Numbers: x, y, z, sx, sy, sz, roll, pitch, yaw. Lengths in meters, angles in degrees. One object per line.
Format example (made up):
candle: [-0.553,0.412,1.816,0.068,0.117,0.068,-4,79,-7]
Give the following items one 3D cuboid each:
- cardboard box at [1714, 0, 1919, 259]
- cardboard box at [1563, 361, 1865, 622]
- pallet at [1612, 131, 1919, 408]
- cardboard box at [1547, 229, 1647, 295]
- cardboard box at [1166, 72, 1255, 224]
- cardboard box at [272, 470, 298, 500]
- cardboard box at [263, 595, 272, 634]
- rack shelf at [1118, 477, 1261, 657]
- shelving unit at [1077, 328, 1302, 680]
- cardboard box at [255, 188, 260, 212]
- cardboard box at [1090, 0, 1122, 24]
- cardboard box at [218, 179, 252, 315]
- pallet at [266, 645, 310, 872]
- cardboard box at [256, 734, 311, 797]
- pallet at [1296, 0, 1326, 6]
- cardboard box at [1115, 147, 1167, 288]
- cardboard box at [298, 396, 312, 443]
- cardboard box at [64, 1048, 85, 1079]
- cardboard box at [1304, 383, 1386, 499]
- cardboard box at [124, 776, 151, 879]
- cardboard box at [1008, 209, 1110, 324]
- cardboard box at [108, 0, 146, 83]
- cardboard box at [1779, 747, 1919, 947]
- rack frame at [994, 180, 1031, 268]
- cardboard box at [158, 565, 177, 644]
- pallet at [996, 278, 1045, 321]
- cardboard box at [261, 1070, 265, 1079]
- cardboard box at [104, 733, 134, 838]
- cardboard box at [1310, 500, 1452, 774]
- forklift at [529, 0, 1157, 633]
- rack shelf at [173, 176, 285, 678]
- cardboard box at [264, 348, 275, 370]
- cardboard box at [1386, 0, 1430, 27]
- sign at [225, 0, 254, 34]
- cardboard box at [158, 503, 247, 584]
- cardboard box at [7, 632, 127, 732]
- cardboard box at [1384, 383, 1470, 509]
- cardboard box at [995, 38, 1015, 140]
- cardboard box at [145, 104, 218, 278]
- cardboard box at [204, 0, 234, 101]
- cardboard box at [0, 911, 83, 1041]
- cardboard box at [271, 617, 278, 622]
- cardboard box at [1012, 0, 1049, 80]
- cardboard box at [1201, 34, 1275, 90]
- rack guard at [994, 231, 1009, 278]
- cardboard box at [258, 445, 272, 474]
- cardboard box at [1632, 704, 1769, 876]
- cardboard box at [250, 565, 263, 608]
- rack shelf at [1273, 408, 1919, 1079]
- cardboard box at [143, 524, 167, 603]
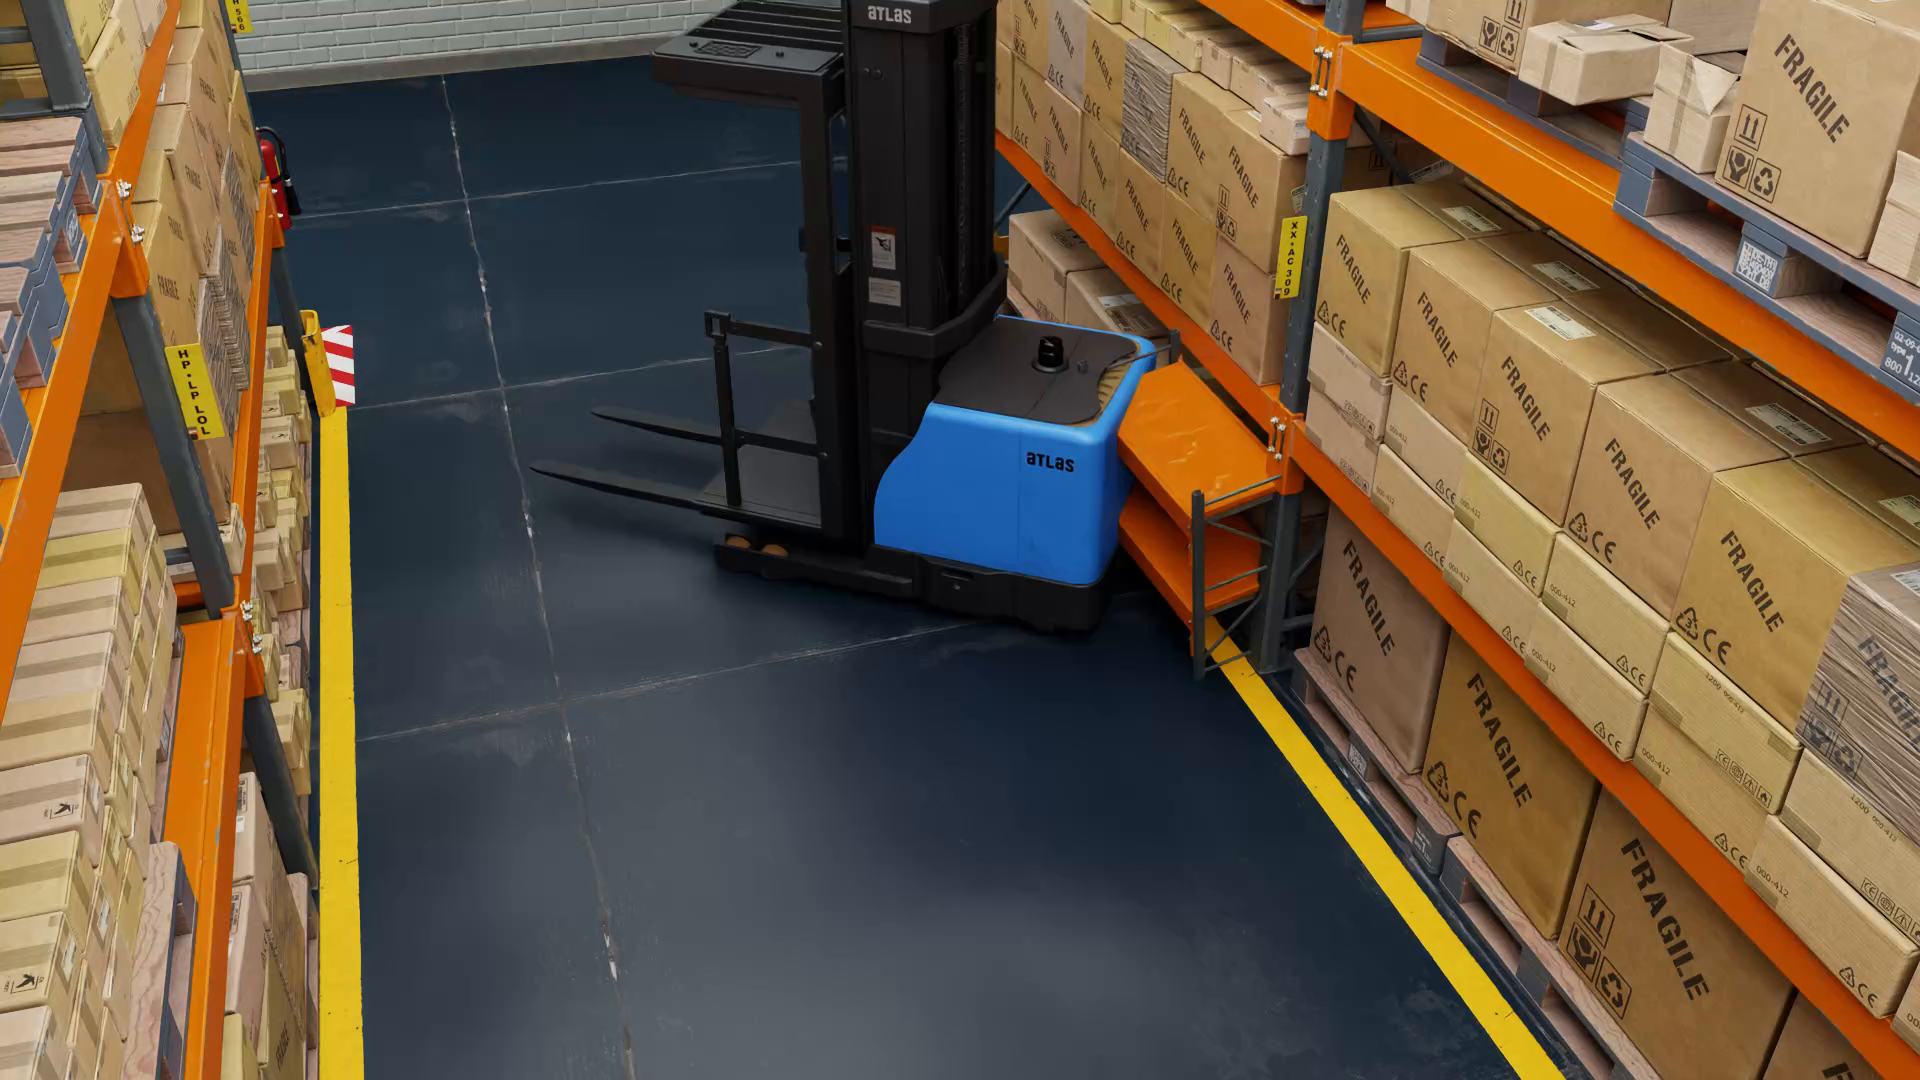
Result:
cardboard box: [2.183,-1.010,3.865,0.500,0.500,0.500,-10,35,-14]
cardboard box: [2.133,-0.148,4.755,0.500,0.500,0.500,-11,35,-16]
pallet: [2.406,-0.753,4.120,1.003,0.211,1.213,-8,34,-13]
cardboard box: [2.317,-0.761,5.683,0.500,0.500,0.500,-9,35,-14]
cardboard box: [1.223,-1.693,7.093,0.500,0.500,0.500,-11,35,-15]
cardboard box: [-3.303,-0.180,7.737,0.380,0.149,0.250,-8,34,-12]
cardboard box: [-3.063,0.385,6.882,0.380,0.149,0.250,-12,35,-17]
rack shelf: [1.034,0.034,7.572,0.538,0.278,1.000,-20,43,-14]
shelving unit: [1.010,-0.147,7.409,0.538,1.125,1.048,-20,43,-14]
cardboard box: [-3.758,-1.751,8.407,0.380,0.149,0.250,-10,35,-15]
cardboard box: [0.835,-2.540,7.787,0.380,0.149,0.250,-11,35,-16]
cardboard box: [-3.286,-1.153,6.914,0.500,0.500,0.500,-8,34,-12]
pallet: [-3.145,0.937,6.640,1.003,0.211,1.213,-10,35,-15]
cardboard box: [-2.711,0.890,6.388,0.380,0.149,0.250,-12,35,-17]
pallet: [1.537,-2.411,6.537,1.003,0.211,1.213,-10,35,-15]
cardboard box: [1.063,-1.538,7.766,0.500,0.500,0.500,-11,35,-15]
cardboard box: [-3.592,-0.606,8.651,0.380,0.149,0.250,-9,35,-13]
cardboard box: [-1.964,1.194,3.300,0.380,0.149,0.250,-10,35,-15]
cardboard box: [1.660,-0.427,6.311,0.500,0.250,0.500,-11,35,-16]
cardboard box: [-2.276,0.770,4.211,0.380,0.149,0.250,-12,35,-17]
cardboard box: [0.854,-1.642,9.957,0.875,0.438,0.875,-11,35,-16]
cardboard box: [-2.958,-1.617,5.392,0.500,0.250,0.500,-11,35,-15]
cardboard box: [2.448,0.709,4.139,0.500,0.250,0.500,-11,35,-16]
rack frame: [0.557,-2.865,9.865,1.000,3.000,0.127,-10,35,-15]
cardboard box: [-2.597,0.225,5.035,0.380,0.149,0.250,-11,35,-16]
pallet: [0.875,-1.295,10.018,1.003,0.211,1.213,-10,35,-15]
cardboard box: [-2.132,1.874,4.580,0.500,0.500,0.500,-11,35,-16]
cardboard box: [-2.277,0.650,4.122,0.380,0.149,0.250,-12,35,-17]
cardboard box: [2.042,0.258,6.684,0.875,0.875,0.875,-9,34,-13]
forklift: [-0.646,-1.295,7.551,3.031,2.935,1.130,11,35,17]
rack shelf: [-3.516,-0.629,7.134,1.077,0.370,4.000,-10,35,-15]
cardboard box: [-3.702,-0.837,8.461,0.380,0.149,0.250,-9,35,-14]
cardboard box: [1.596,-1.814,5.294,0.396,0.266,0.258,-10,35,-15]
sign: [-3.592,-2.677,8.244,0.100,0.325,0.005,-10,35,-15]
cardboard box: [-2.681,0.022,5.724,0.380,0.149,0.250,-9,34,-13]
cardboard box: [-2.358,0.395,4.239,0.380,0.149,0.250,-10,35,-15]
cardboard box: [1.829,-0.363,5.762,0.500,0.250,0.500,-9,35,-14]
cardboard box: [0.430,-2.606,9.383,0.500,0.500,0.500,-10,35,-15]
cardboard box: [-3.109,-1.280,6.198,0.500,0.500,0.500,-9,35,-14]
cardboard box: [-3.750,-2.364,7.839,0.500,0.500,0.500,-11,35,-16]
cardboard box: [-2.045,0.937,3.418,0.380,0.149,0.250,-9,35,-13]
cardboard box: [-3.158,0.368,7.177,0.380,0.149,0.250,-11,35,-17]
cardboard box: [0.596,-2.754,8.699,0.500,0.500,0.500,-11,35,-16]
cardboard box: [1.242,-2.022,7.003,0.380,0.149,0.250,-10,35,-15]
rack guard: [0.550,-1.835,10.573,1.175,0.500,0.348,-10,35,-15]
cardboard box: [-3.373,-0.287,7.628,0.380,0.149,0.250,-11,35,-16]
cardboard box: [2.287,0.643,4.692,0.500,0.250,0.500,-10,35,-15]
cardboard box: [-3.067,0.259,6.803,0.380,0.149,0.250,-11,35,-16]
rack shelf: [2.387,0.585,5.296,1.077,0.370,4.000,-10,35,-15]
cardboard box: [-2.597,0.102,4.952,0.380,0.149,0.250,-9,35,-13]
